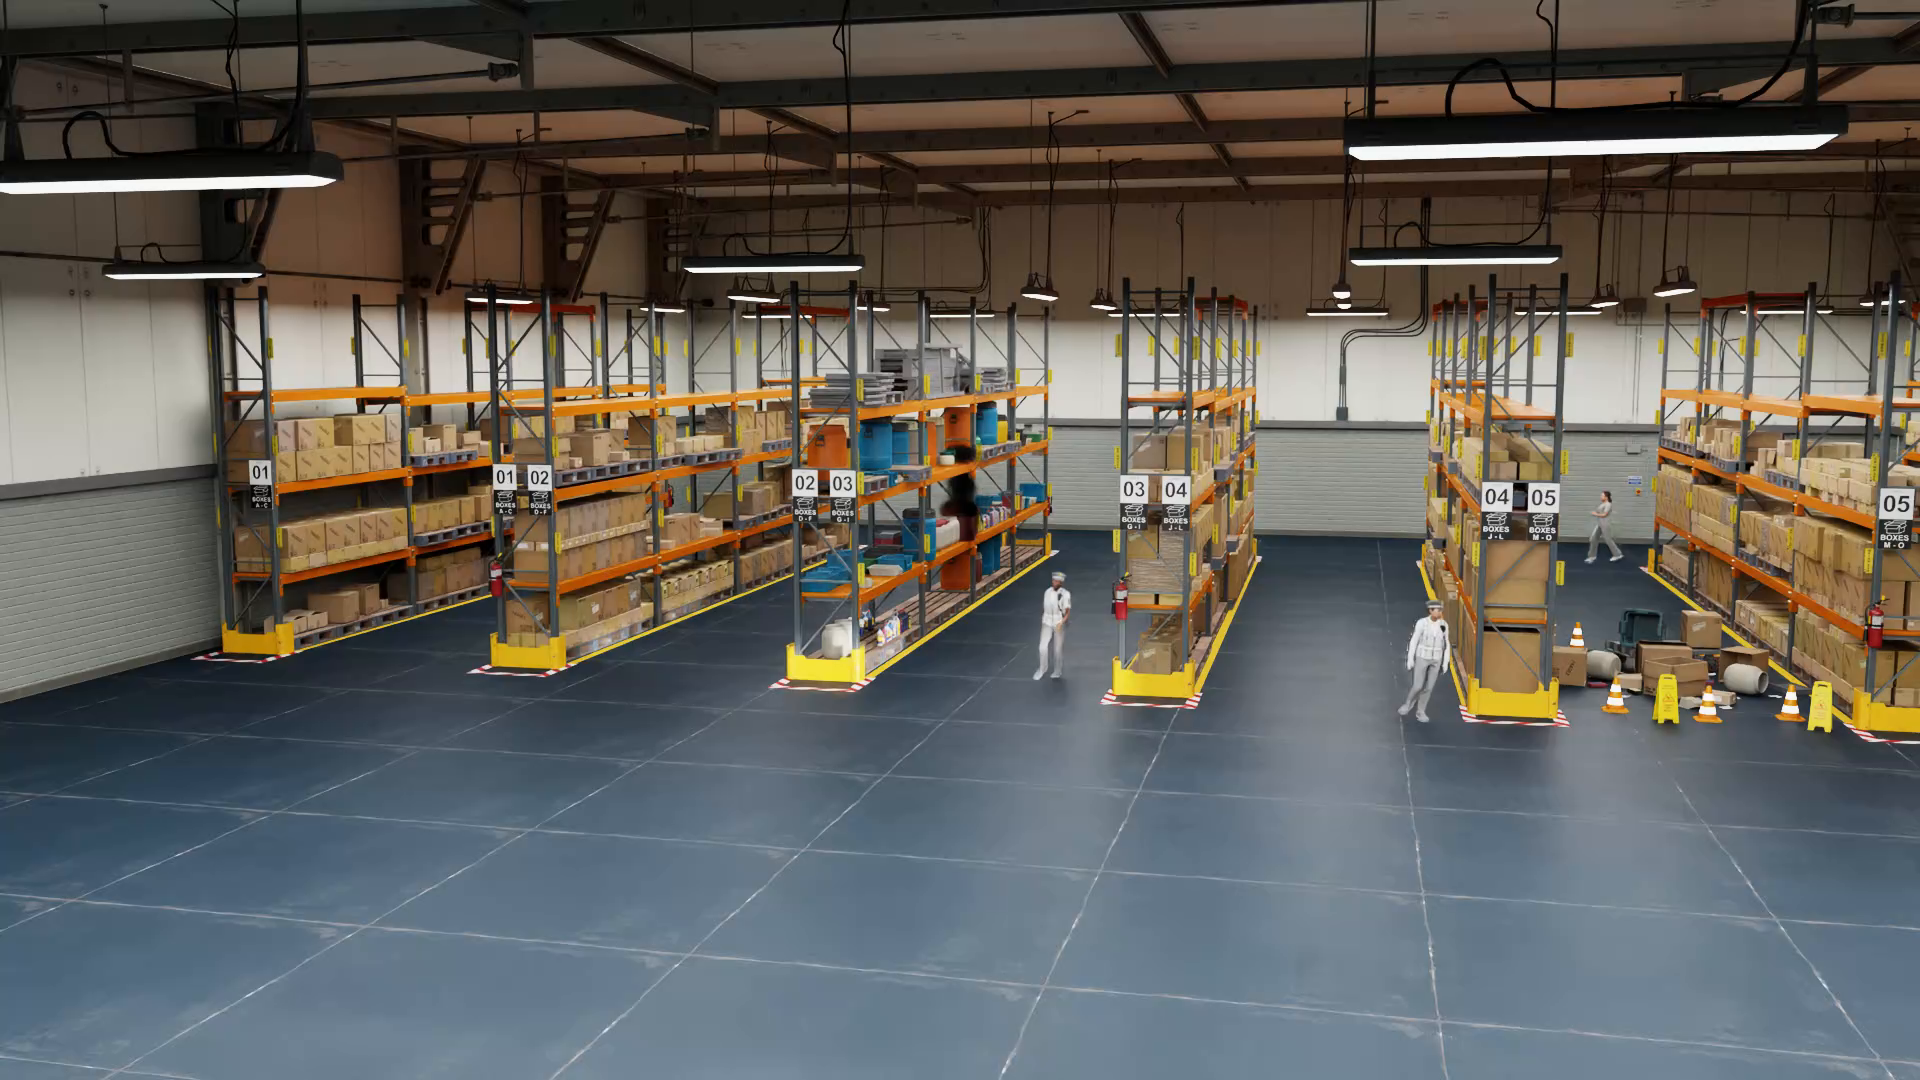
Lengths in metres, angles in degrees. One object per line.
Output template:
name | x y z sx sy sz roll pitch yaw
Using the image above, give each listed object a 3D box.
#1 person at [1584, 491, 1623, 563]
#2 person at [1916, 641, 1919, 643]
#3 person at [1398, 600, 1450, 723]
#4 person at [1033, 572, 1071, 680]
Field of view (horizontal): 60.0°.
person | 15.051 -0.299 38.821 0.849 1.710 0.551 0 7 4
person | 15.549 1.101 27.198 0.687 1.589 0.839 0 7 -4
person | 6.253 1.623 22.355 0.630 1.685 0.471 -1 7 -5
person | 1.397 1.289 25.016 0.576 1.652 0.683 2 7 18
